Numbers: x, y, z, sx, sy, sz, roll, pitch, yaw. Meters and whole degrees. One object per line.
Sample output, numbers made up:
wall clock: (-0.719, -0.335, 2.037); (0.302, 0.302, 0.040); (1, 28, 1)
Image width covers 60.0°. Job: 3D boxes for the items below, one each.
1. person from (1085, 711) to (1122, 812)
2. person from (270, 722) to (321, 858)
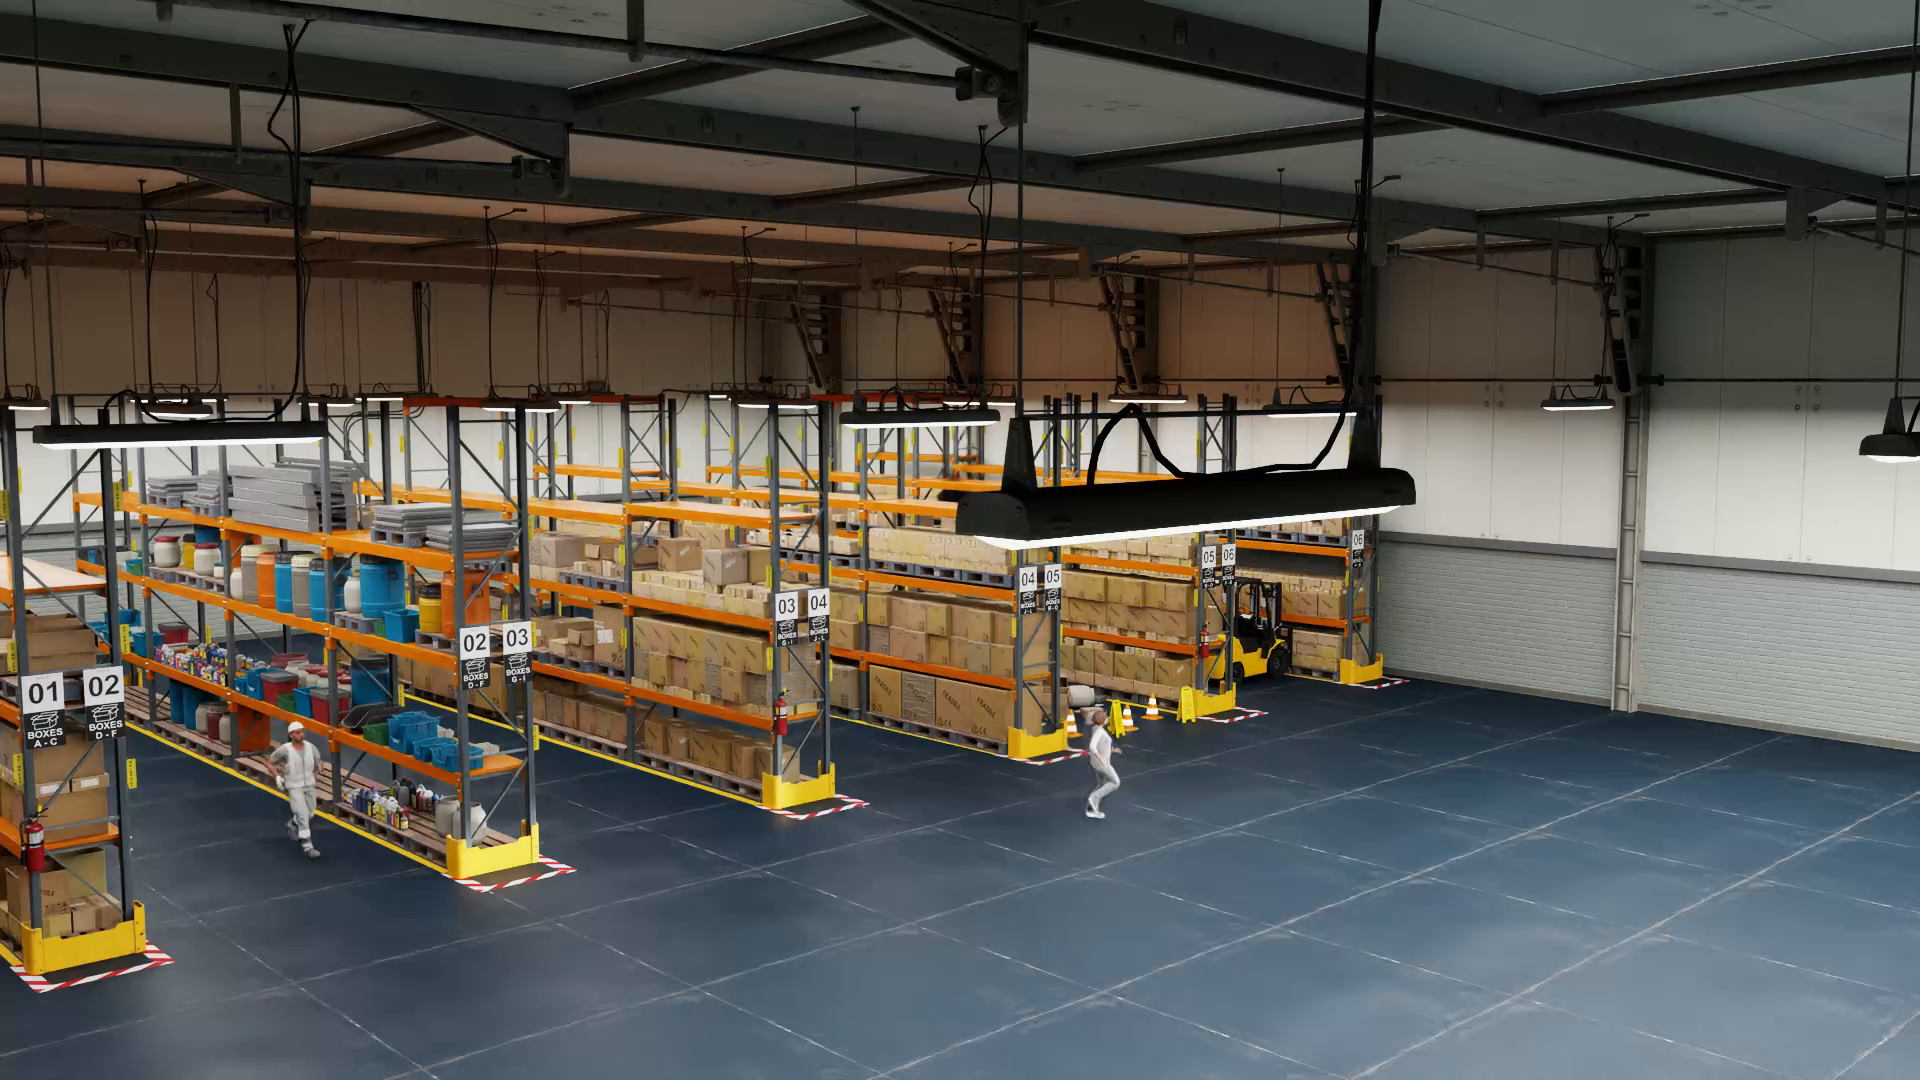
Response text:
person: (2.079, 3.202, 24.004); (0.544, 1.453, 0.528); (-1, 6, -7)
person: (-8.795, 3.296, 22.147); (0.942, 1.768, 0.642); (4, 7, 38)
